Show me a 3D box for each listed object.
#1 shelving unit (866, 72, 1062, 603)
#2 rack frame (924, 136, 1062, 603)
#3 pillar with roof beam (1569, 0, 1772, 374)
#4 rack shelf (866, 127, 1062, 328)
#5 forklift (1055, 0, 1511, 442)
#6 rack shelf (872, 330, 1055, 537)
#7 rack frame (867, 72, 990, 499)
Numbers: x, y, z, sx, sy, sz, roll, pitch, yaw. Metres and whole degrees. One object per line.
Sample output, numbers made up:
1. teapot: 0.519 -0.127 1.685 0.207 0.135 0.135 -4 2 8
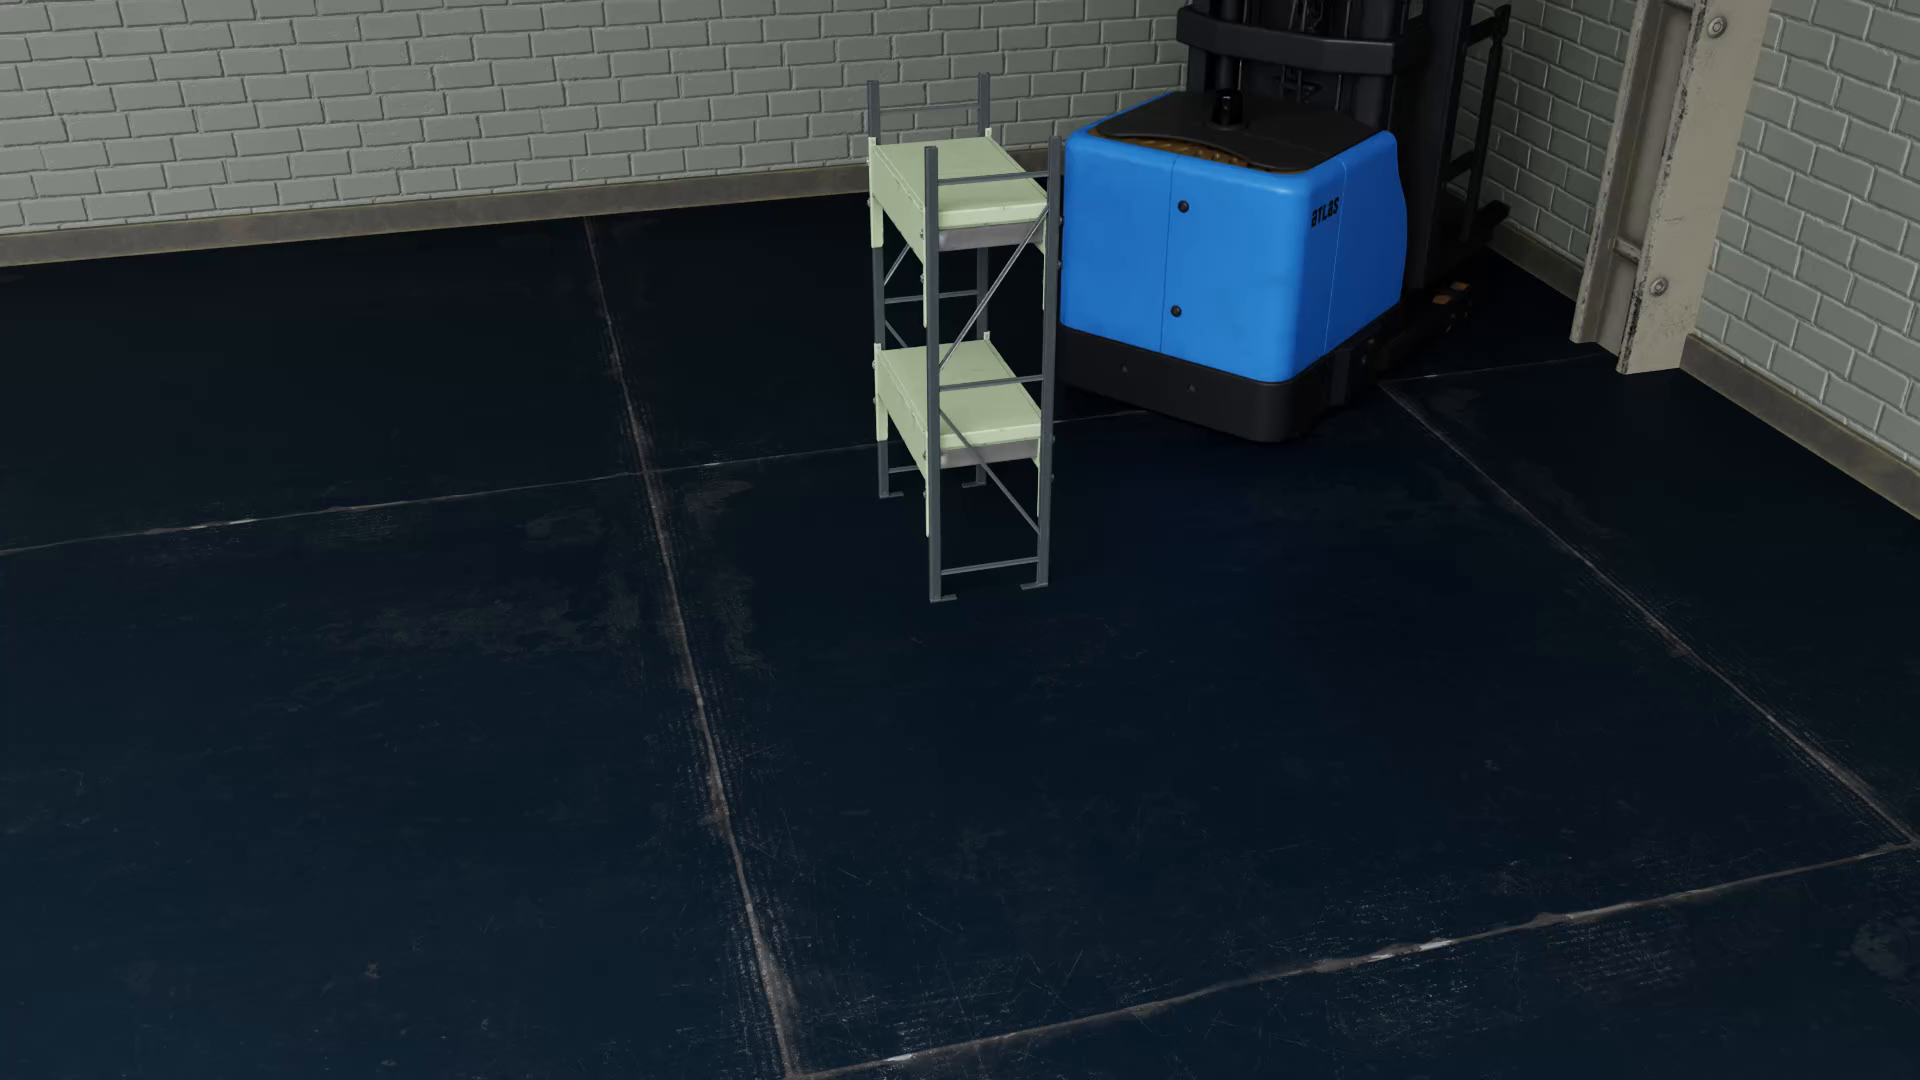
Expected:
1. shelving unit: -0.002 -0.652 5.380 0.431 1.500 0.755 -8 31 -13
2. rack frame: 0.095 -0.476 5.074 0.400 1.500 0.023 -8 31 -13
3. pillar with roof beam: -1.288 -4.129 3.901 9.100 9.000 0.400 -8 31 -13
4. rack shelf: -0.002 -0.990 5.184 0.431 0.370 0.720 -8 31 -13
5. forklift: 1.669 -2.314 6.822 1.130 2.935 3.031 21 36 31
6. rack shelf: -0.002 -0.370 5.543 0.431 0.370 0.720 -8 31 -13
7. rack frame: -0.099 -0.829 5.685 0.400 1.500 0.023 -8 31 -13
